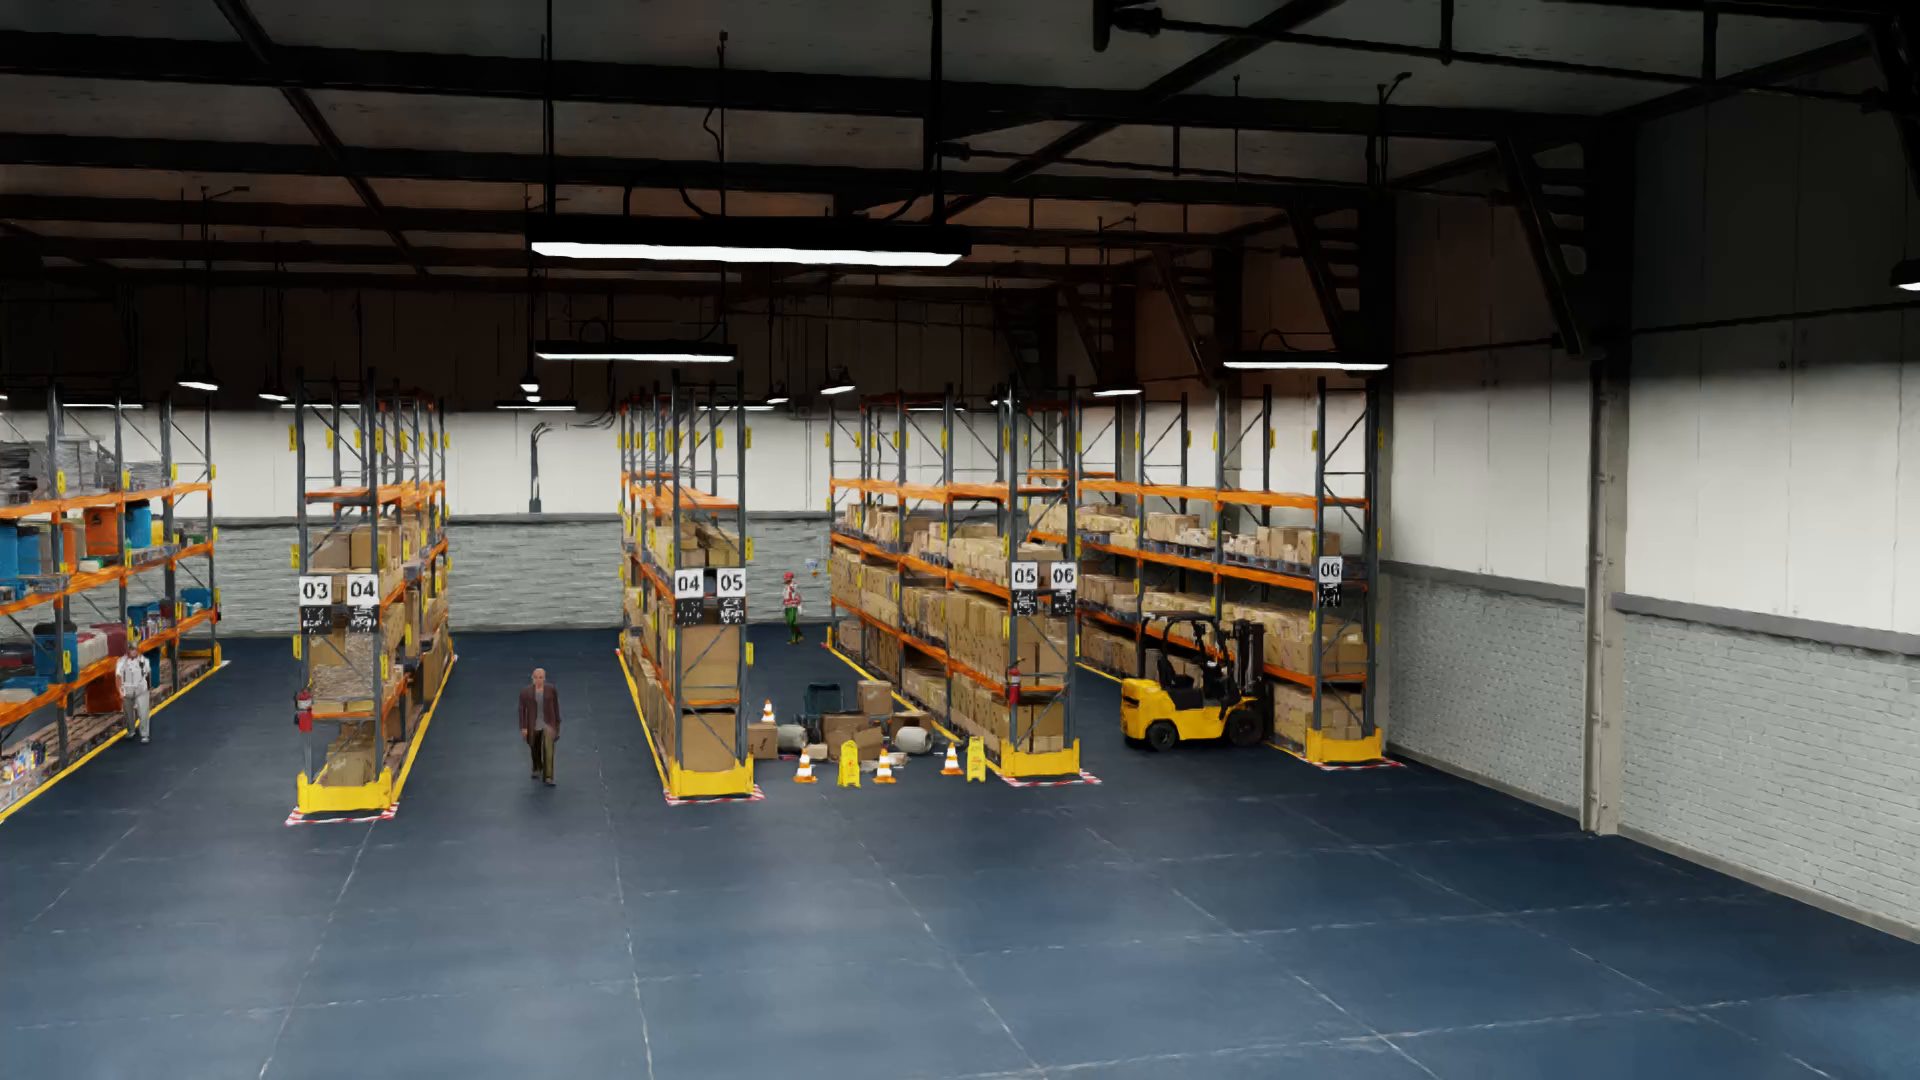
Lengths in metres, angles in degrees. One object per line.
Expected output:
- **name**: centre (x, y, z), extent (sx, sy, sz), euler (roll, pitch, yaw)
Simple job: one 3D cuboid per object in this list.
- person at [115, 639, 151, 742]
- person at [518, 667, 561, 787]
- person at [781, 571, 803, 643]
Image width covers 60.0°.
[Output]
- **person**: centre (-13.706, 2.487, 27.568), extent (0.535, 1.708, 1.036), euler (-1, 4, -23)
- **person**: centre (-6.113, 2.691, 24.176), extent (0.598, 1.698, 1.193), euler (-1, 3, -11)
- **person**: centre (-4.133, 1.663, 40.972), extent (0.443, 1.782, 0.654), euler (-3, 4, -38)
